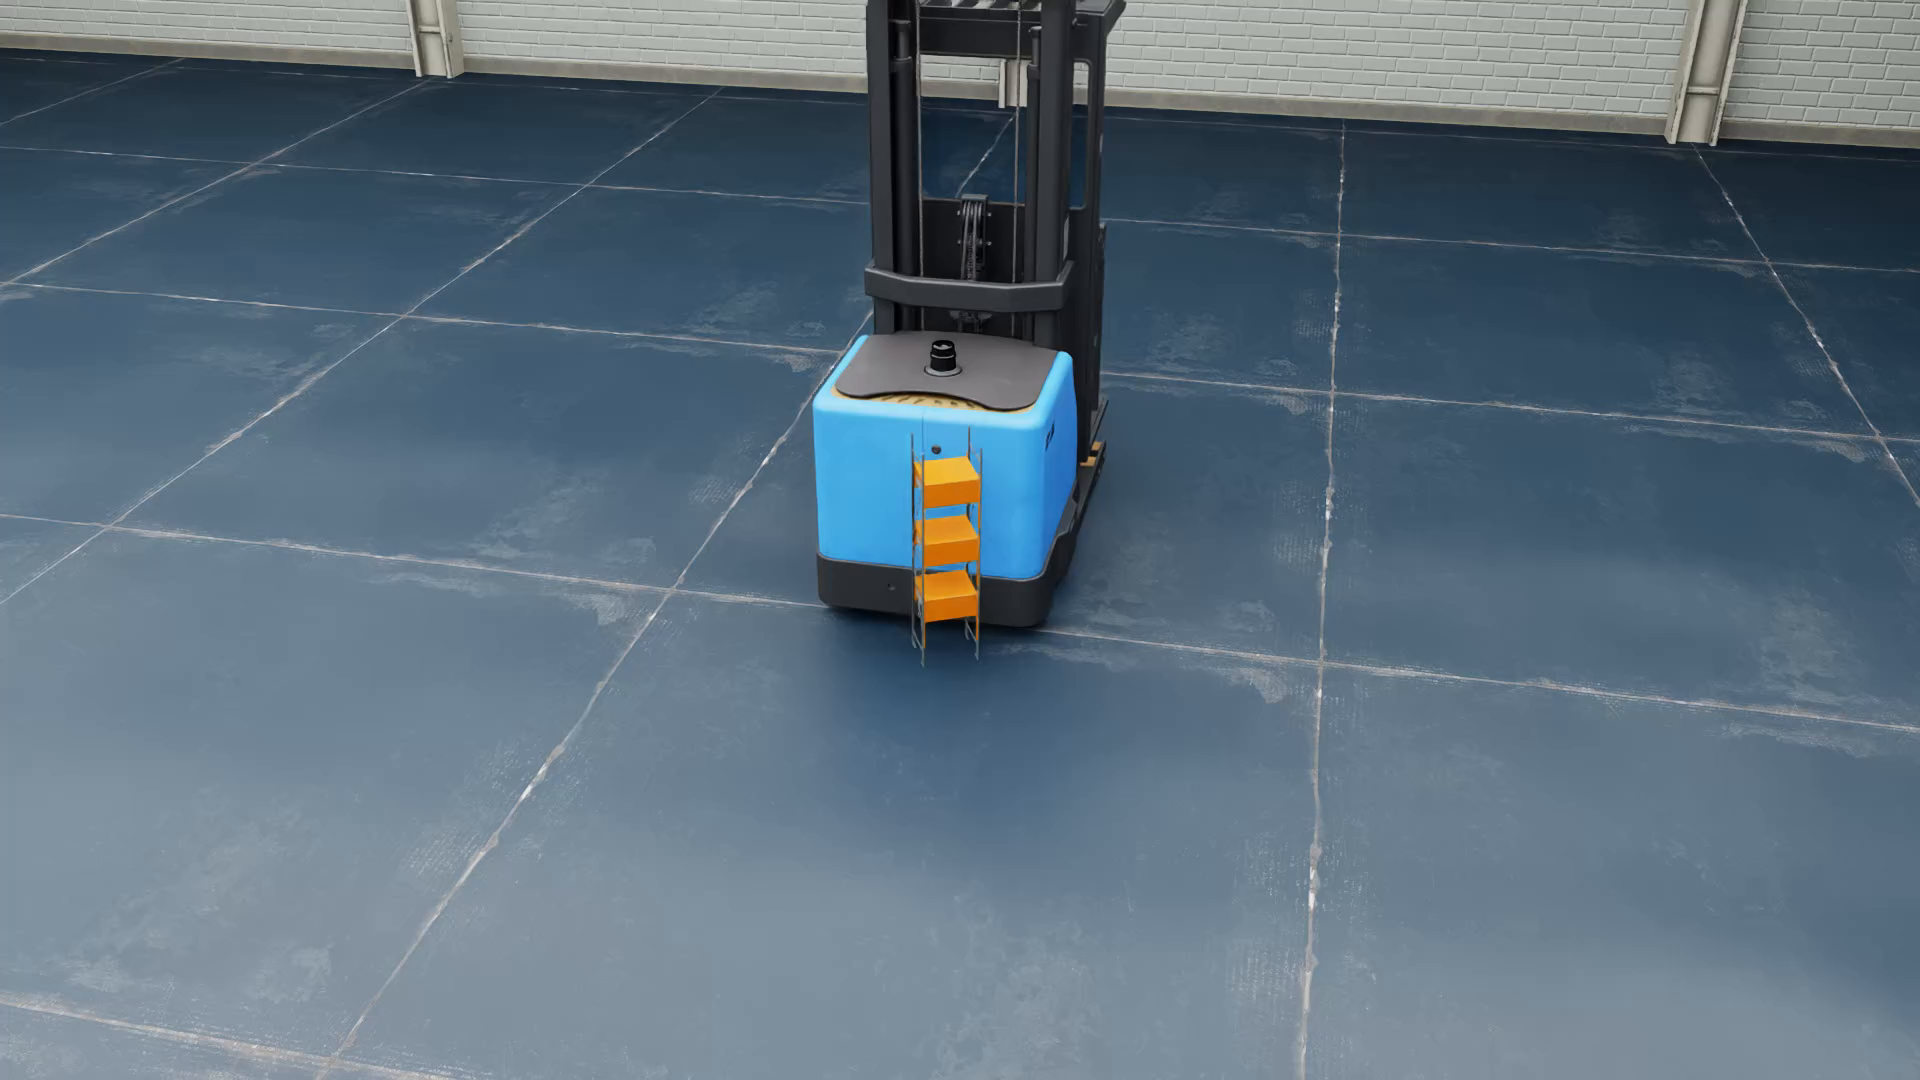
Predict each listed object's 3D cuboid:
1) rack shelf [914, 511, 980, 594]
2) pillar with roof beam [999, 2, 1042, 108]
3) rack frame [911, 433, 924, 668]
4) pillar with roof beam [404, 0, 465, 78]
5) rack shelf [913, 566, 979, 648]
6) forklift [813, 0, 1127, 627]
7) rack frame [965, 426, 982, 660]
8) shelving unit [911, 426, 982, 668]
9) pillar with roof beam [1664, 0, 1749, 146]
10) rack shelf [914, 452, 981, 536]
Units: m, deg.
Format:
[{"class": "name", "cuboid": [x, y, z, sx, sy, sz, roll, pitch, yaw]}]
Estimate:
[{"class": "rack shelf", "cuboid": [-0.061, 0.051, 7.076, 0.240, 0.259, 0.215, -7, 32, -13]}, {"class": "pillar with roof beam", "cuboid": [-0.308, -6.067, 9.961, 0.400, 9.000, 9.100, 6, 29, 11]}, {"class": "rack frame", "cuboid": [-0.179, 0.057, 7.043, 0.008, 1.050, 0.200, -7, 32, -13]}, {"class": "pillar with roof beam", "cuboid": [-6.176, -6.669, 11.060, 0.400, 9.000, 9.100, 6, 29, 11]}, {"class": "rack shelf", "cuboid": [-0.064, 0.289, 7.219, 0.240, 0.259, 0.215, -7, 32, -13]}, {"class": "forklift", "cuboid": [0.170, -1.589, 8.100, 1.130, 2.935, 3.031, 6, 29, 11]}, {"class": "rack frame", "cuboid": [0.057, 0.027, 7.098, 0.008, 1.050, 0.200, -7, 32, -13]}, {"class": "shelving unit", "cuboid": [-0.061, 0.042, 7.071, 0.252, 1.050, 0.215, -7, 32, -13]}, {"class": "pillar with roof beam", "cuboid": [5.559, -5.465, 8.862, 0.400, 9.000, 9.100, 6, 29, 11]}, {"class": "rack shelf", "cuboid": [-0.058, -0.192, 6.930, 0.240, 0.259, 0.215, -7, 32, -13]}]
